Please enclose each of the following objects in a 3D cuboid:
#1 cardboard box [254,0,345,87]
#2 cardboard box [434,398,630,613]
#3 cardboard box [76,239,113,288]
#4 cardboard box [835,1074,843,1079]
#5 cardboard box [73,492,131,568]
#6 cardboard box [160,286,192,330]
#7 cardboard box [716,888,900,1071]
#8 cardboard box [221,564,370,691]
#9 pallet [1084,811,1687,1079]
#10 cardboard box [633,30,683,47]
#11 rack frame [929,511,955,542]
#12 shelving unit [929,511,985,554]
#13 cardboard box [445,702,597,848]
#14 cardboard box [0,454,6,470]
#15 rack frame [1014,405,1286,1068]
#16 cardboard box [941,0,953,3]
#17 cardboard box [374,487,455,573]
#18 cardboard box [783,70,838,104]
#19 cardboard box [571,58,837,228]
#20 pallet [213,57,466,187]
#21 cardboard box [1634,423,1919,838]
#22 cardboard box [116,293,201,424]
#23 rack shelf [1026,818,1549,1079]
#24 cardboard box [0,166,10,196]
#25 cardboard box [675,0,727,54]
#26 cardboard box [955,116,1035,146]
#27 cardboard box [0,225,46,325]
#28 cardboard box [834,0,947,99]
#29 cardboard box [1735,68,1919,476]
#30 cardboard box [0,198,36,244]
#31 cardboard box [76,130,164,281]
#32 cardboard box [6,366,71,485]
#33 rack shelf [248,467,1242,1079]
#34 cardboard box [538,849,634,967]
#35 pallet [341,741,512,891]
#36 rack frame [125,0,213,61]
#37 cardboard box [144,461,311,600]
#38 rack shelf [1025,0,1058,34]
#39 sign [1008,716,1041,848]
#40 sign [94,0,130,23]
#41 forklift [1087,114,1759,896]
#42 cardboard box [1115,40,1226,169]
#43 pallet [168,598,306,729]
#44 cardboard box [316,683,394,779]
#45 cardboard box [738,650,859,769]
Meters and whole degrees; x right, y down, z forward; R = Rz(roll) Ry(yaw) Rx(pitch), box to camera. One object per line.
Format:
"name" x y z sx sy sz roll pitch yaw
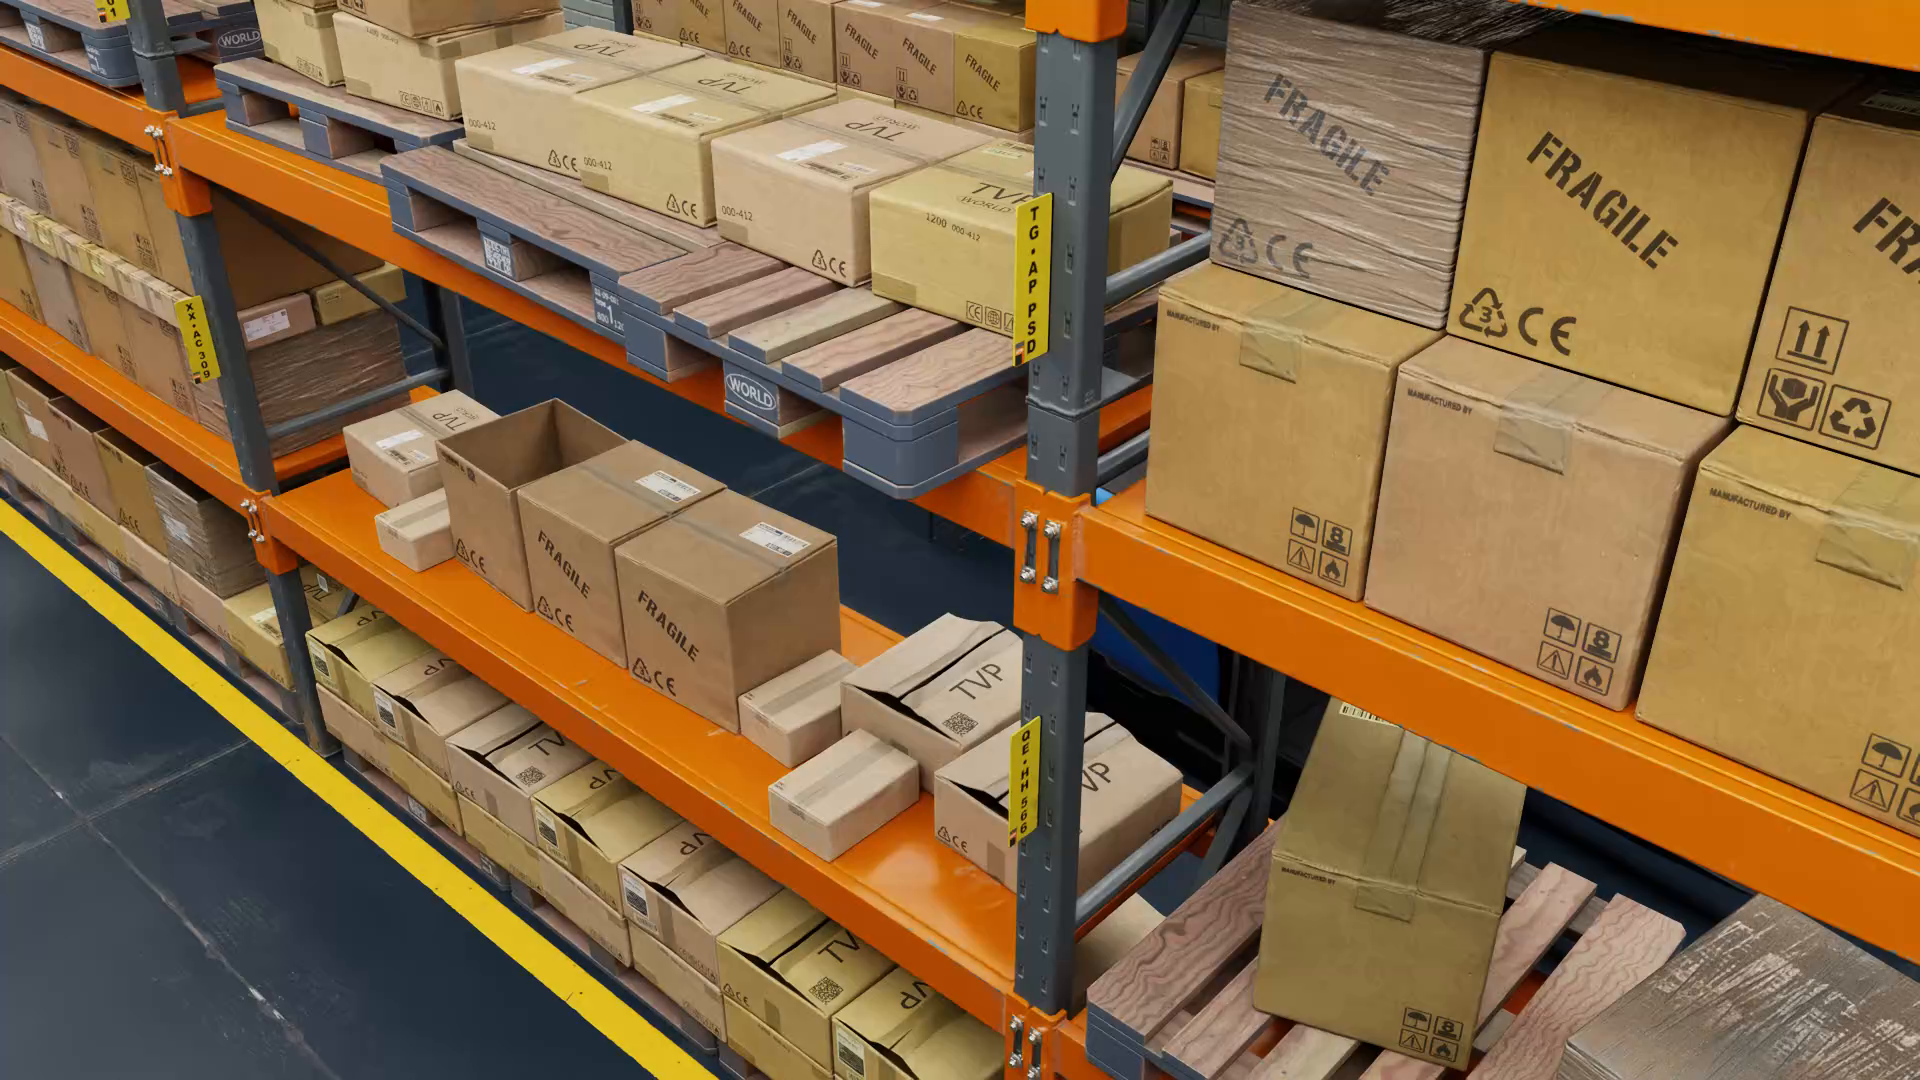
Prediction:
"cardboard box" -1.999 -1.731 5.547 0.500 0.250 0.500 -25 39 -35
"cardboard box" -1.500 -0.136 5.970 0.500 0.500 0.500 -26 40 -36
"cardboard box" -3.548 -1.233 7.164 0.250 0.149 0.380 25 39 35
"cardboard box" -0.037 1.746 5.199 0.500 0.250 0.500 26 40 36
"cardboard box" -4.056 -0.143 8.338 0.500 0.250 0.500 25 39 35
"cardboard box" -2.977 -0.966 6.721 0.250 0.149 0.380 24 39 34
"cardboard box" -0.427 1.331 5.347 0.500 0.311 0.500 24 39 34
"cardboard box" -2.940 0.374 7.479 0.500 0.250 0.500 25 39 35
"pallet" 1.066 1.127 4.155 1.003 0.211 1.213 25 39 35
"cardboard box" -1.945 -3.481 11.750 0.500 0.250 0.500 24 38 34
"rack frame" -0.079 -0.551 8.501 0.006 1.200 0.240 25 39 35
"shelving unit" -0.011 -0.519 8.449 0.189 1.200 0.258 25 39 35
"cardboard box" -1.558 0.803 6.223 0.500 0.311 0.500 24 38 34
"cardboard box" -5.167 -0.663 9.201 0.500 0.250 0.500 25 39 35
"rack frame" 0.516 0.837 4.451 0.127 3.000 1.000 25 39 35
"cardboard box" -0.083 -3.306 10.732 0.500 0.500 0.500 26 40 36
"cardboard box" -1.929 -0.055 6.176 0.250 0.149 0.380 25 39 35
"cardboard box" -0.803 -2.952 10.872 0.500 0.250 0.500 25 39 36
"cardboard box" -0.675 -1.076 4.459 0.500 0.250 0.500 24 39 34
"pallet" -1.787 -1.450 5.527 1.217 0.209 0.805 23 38 33
"cardboard box" 1.626 0.004 2.830 0.500 0.500 0.910 25 39 35
"cardboard box" -3.178 -0.921 7.275 0.500 0.500 0.700 25 39 35
"rack shelf" 1.999 1.838 3.487 4.000 0.370 1.077 25 39 35
"cardboard box" -4.270 -1.991 7.795 0.500 0.500 0.700 25 39 35
"cardboard box" -1.582 -3.638 11.283 0.500 0.500 0.500 25 39 35
"cardboard box" 0.318 -2.435 10.013 0.500 0.250 0.500 25 39 35
"cardboard box" -4.321 -1.454 8.160 0.500 0.500 0.700 25 39 35
"cardboard box" -0.426 -3.103 10.394 0.500 0.500 0.500 24 38 34
"cardboard box" 1.592 -0.413 2.552 0.500 0.500 0.500 25 39 35
"cardboard box" -4.129 -1.502 7.611 0.250 0.149 0.380 25 39 36
"cardboard box" -3.158 -1.471 6.931 0.500 0.500 0.700 25 39 35
"cardboard box" -4.415 -0.644 8.443 0.500 0.500 0.500 25 39 35
"rack shelf" -0.966 0.453 5.786 4.000 0.370 1.077 25 39 35
"cardboard box" -1.176 1.217 6.078 0.500 0.250 0.500 26 40 36
"pallet" -1.877 0.888 7.071 1.213 0.211 1.003 25 39 35
"rack frame" -2.449 -3.117 5.203 0.127 3.000 1.000 25 39 35
"cardboard box" -3.303 -0.125 7.581 0.500 0.500 0.500 25 39 35
"rack shelf" -0.966 -1.946 4.342 4.000 0.370 1.077 25 39 35
"sign" 0.146 0.555 3.798 0.005 0.325 0.100 25 39 35
"sign" -2.821 -1.875 5.470 0.005 0.325 0.100 25 39 35
"forklift" 1.741 -0.241 6.308 1.130 2.935 3.031 -25 39 -35
"cardboard box" 1.227 -2.485 9.446 0.500 0.500 0.700 25 39 35
"pallet" -3.011 0.356 7.954 1.213 0.211 1.003 25 39 35
"cardboard box" -2.316 0.685 6.962 0.500 0.250 0.500 24 38 34
"cardboard box" -0.467 0.525 5.213 0.380 0.149 0.250 -26 40 -36
